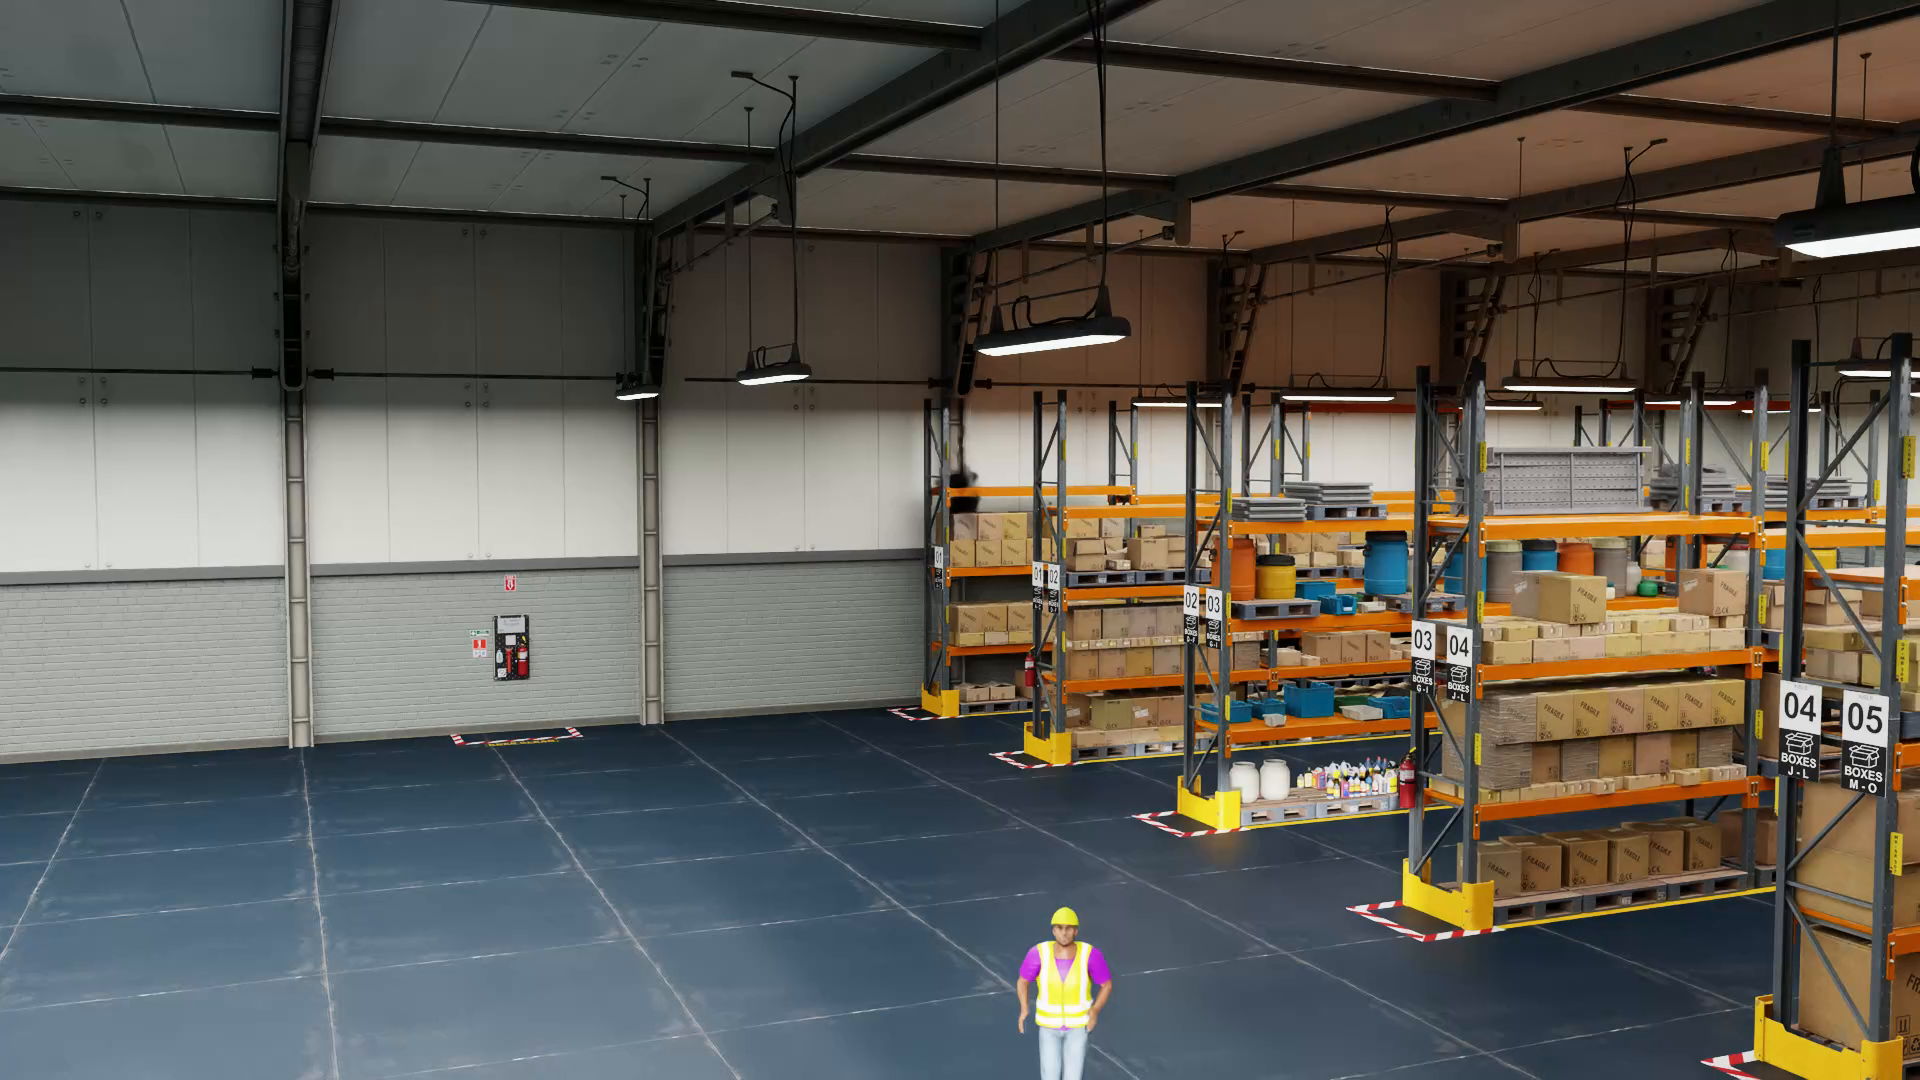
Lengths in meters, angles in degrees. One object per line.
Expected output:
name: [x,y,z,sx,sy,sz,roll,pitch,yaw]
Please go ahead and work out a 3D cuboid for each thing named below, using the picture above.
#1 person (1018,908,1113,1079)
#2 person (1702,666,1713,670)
person: [0.783,3.586,12.398,0.716,1.733,0.583,0,3,5]
person: [13.230,2.607,29.174,0.858,1.644,0.599,-1,3,-16]
